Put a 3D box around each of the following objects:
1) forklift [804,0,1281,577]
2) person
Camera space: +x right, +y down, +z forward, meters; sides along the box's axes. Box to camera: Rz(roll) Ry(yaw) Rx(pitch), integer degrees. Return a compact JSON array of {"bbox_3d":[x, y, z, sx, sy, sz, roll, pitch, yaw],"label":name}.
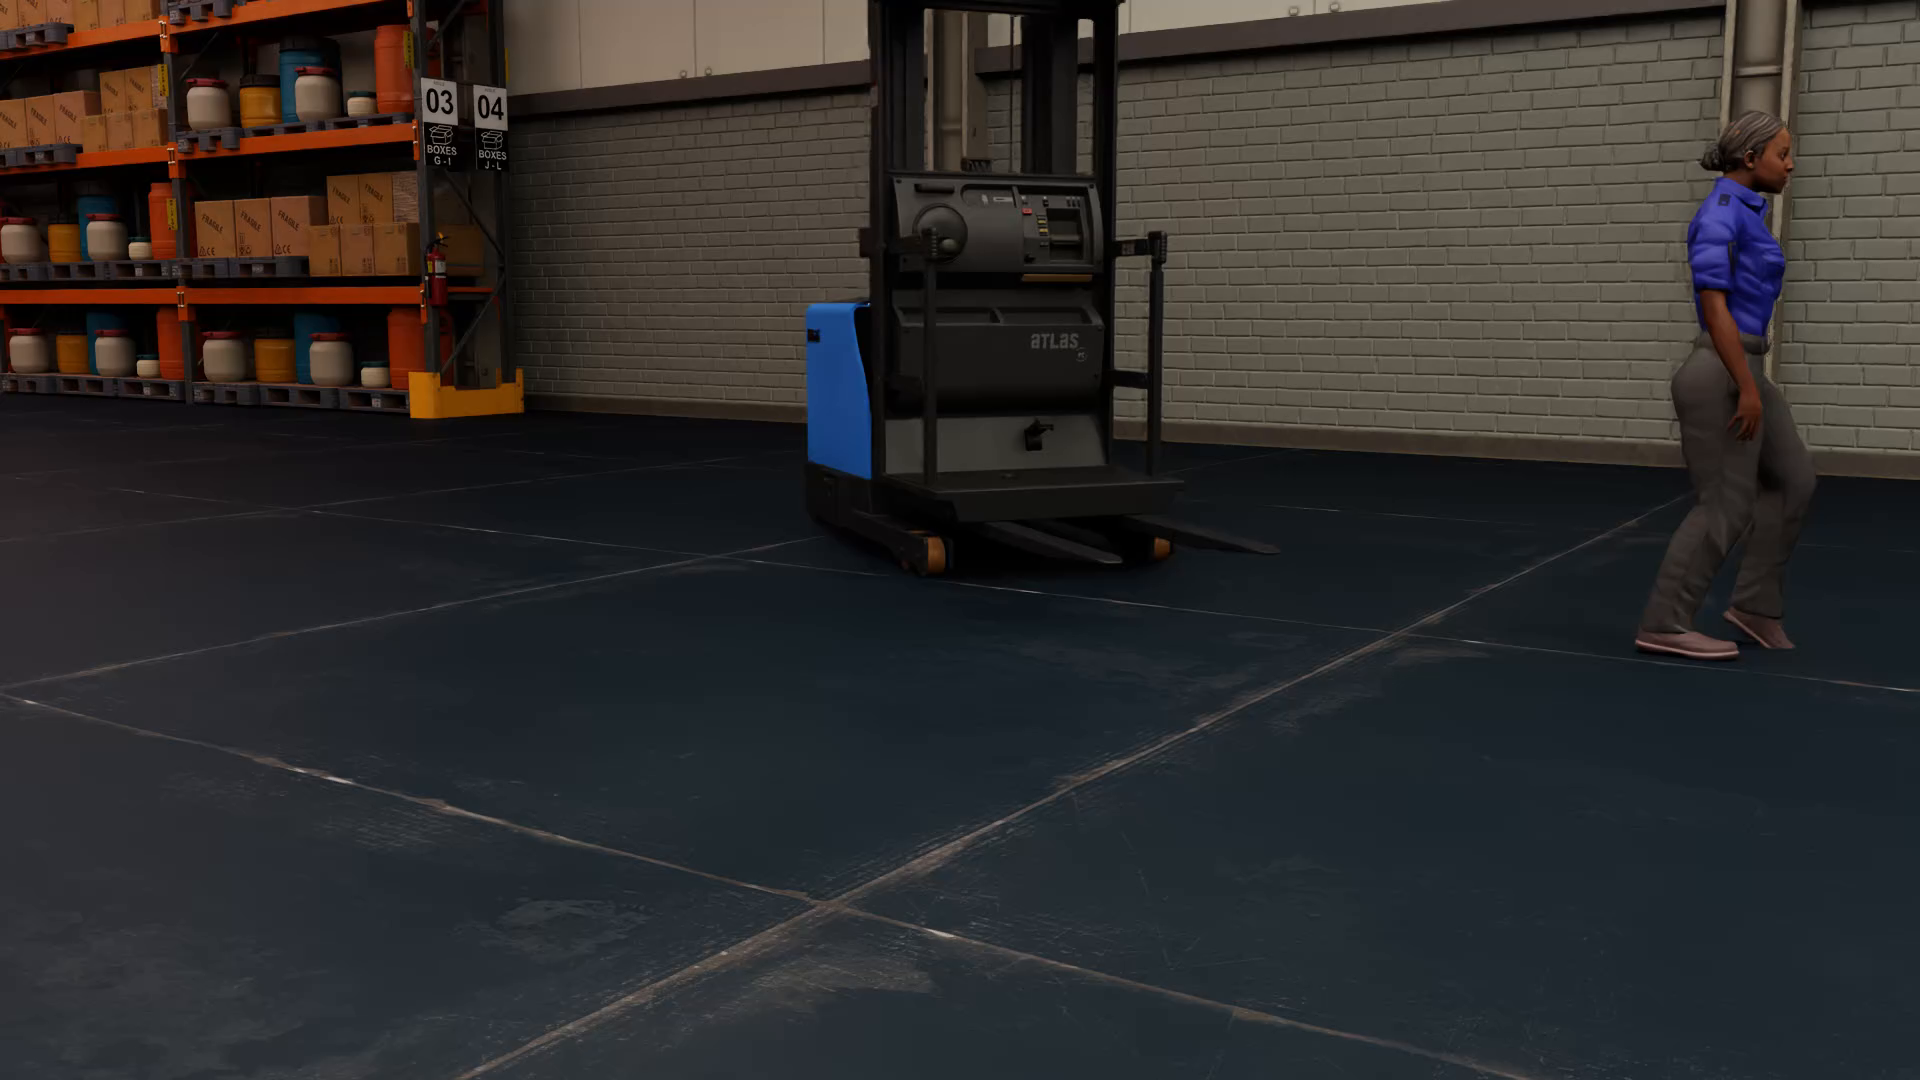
[{"bbox_3d":[0.246,-1.370,6.827,1.130,2.935,3.031,-3,9,-21],"label":"forklift"},{"bbox_3d":[2.350,-0.424,5.027,0.484,1.705,0.552,4,9,27],"label":"person"}]
